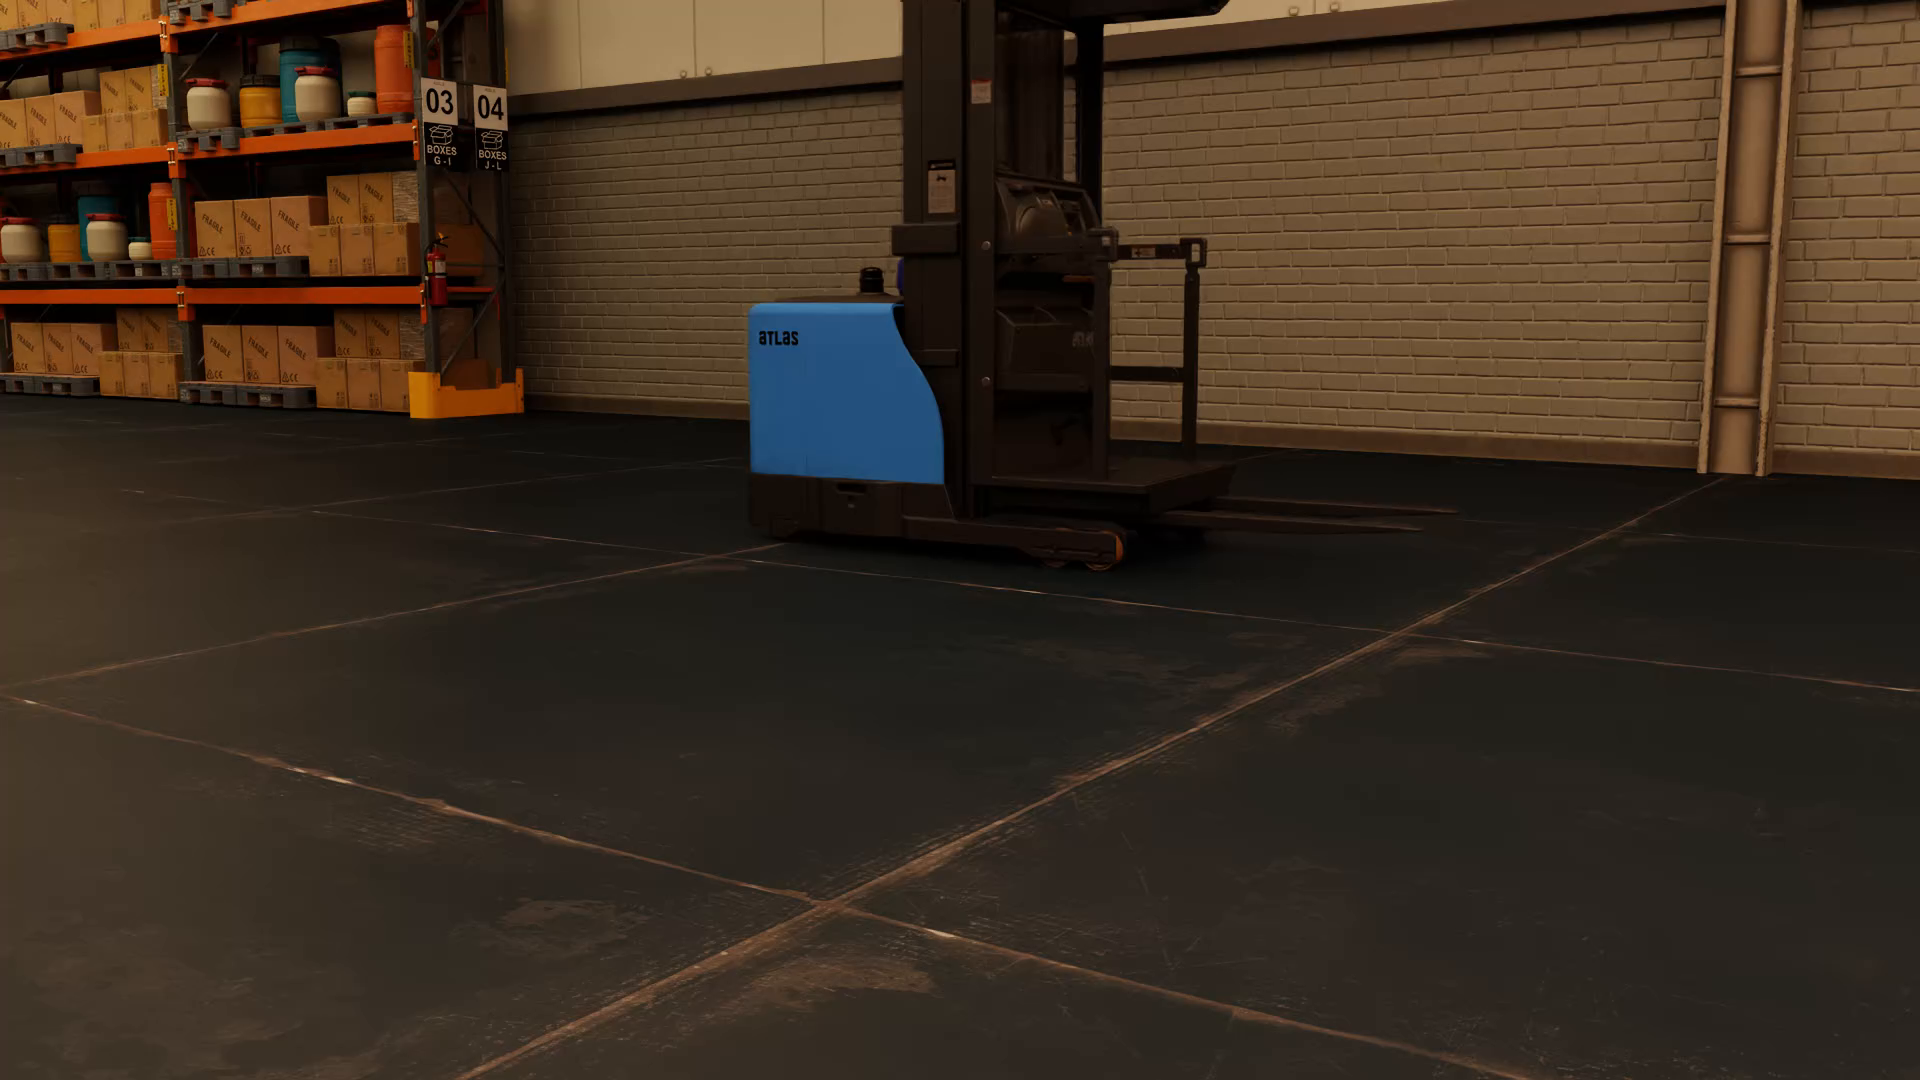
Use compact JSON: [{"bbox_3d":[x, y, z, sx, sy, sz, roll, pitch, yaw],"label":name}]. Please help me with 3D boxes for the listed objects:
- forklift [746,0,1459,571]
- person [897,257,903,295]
[{"bbox_3d":[0.570,-1.410,7.109,3.031,2.935,1.130,4,9,28],"label":"forklift"},{"bbox_3d":[-0.239,-1.259,10.572,0.325,1.662,0.447,-2,8,-14],"label":"person"}]
